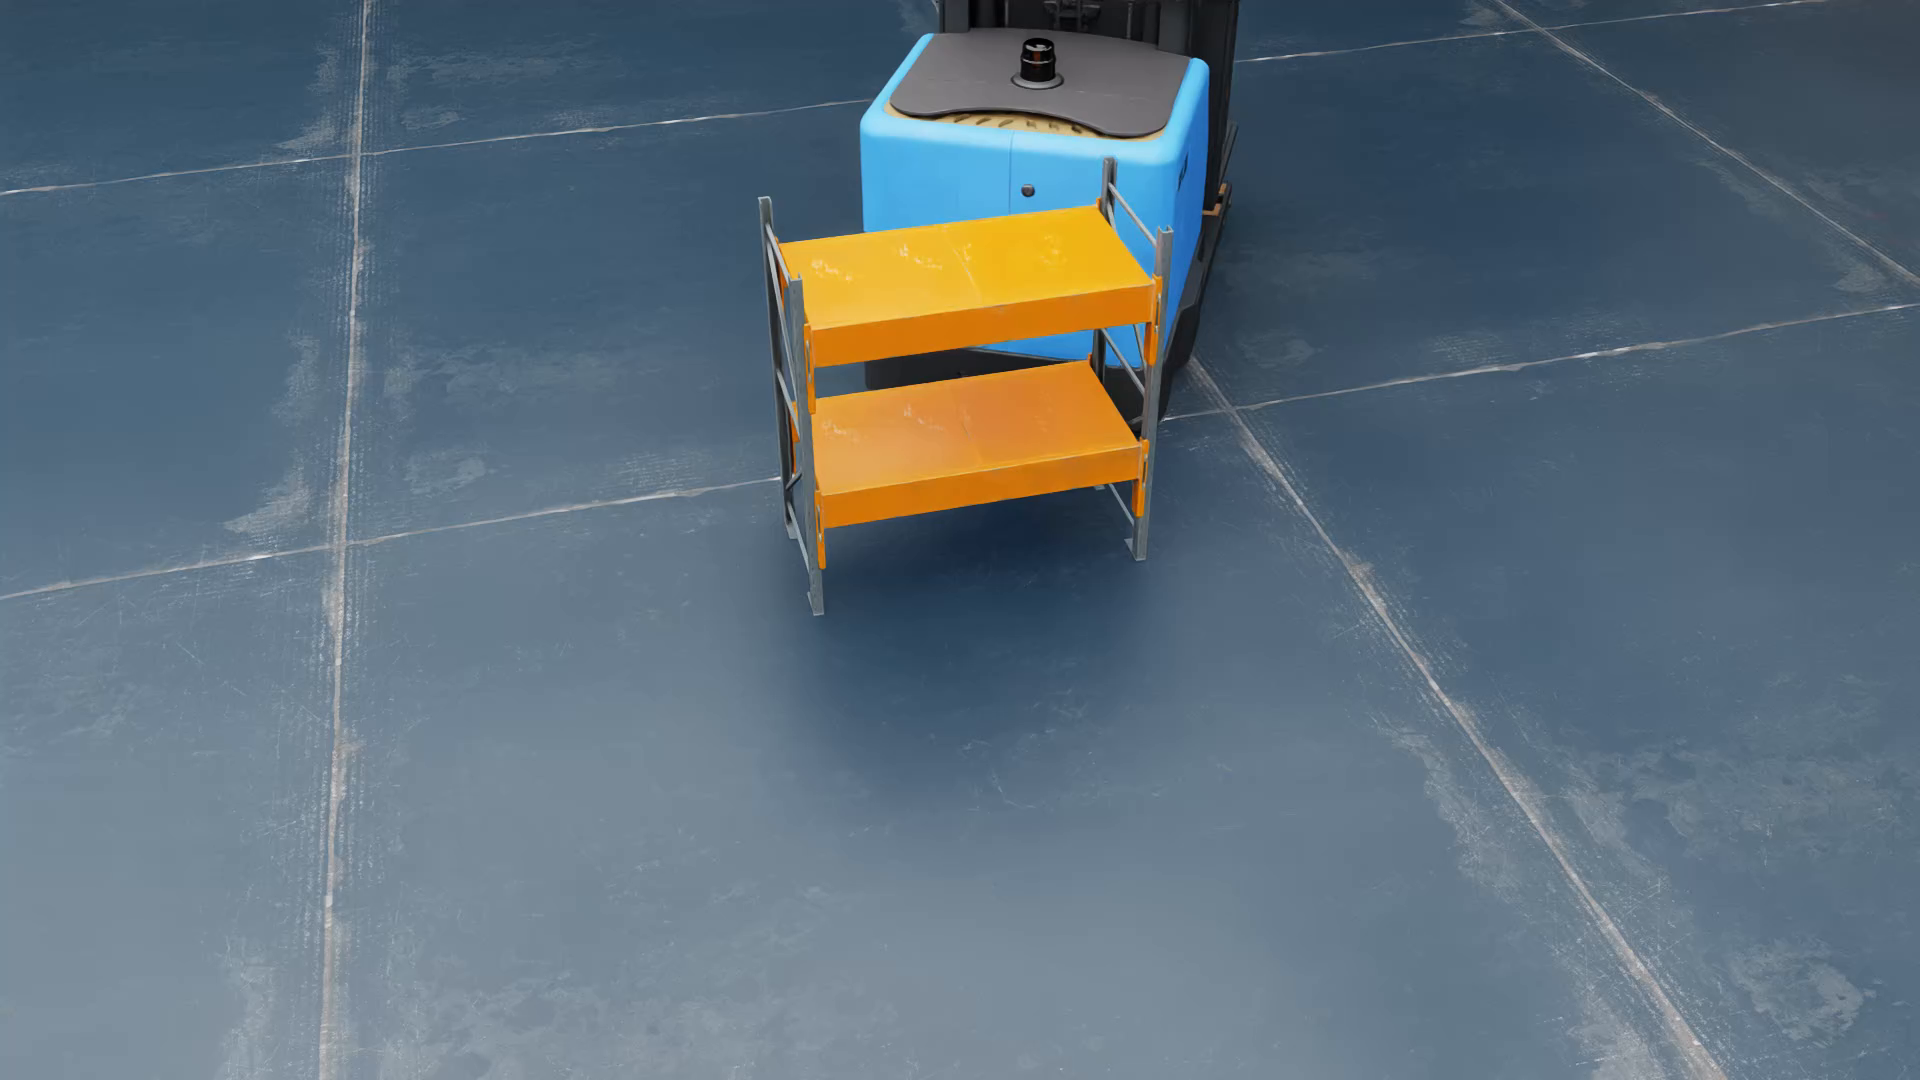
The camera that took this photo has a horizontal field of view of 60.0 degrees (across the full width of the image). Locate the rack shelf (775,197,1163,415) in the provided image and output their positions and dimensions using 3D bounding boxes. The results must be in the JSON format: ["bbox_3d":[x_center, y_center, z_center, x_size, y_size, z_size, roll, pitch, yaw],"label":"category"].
[{"bbox_3d":[0.007,-0.680,4.732,1.000,0.278,0.538,-9,38,-12],"label":"rack shelf"}]

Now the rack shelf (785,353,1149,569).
[{"bbox_3d":[0.007,-0.254,5.058,1.000,0.278,0.538,-9,38,-12],"label":"rack shelf"}]

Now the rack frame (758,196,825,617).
[{"bbox_3d":[-0.484,-0.367,4.804,0.032,1.125,0.500,-9,38,-12],"label":"rack frame"}]

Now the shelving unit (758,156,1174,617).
[{"bbox_3d":[0.007,-0.448,4.910,1.048,1.125,0.538,-9,38,-12],"label":"shelving unit"}]

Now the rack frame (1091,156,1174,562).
[{"bbox_3d":[0.497,-0.528,5.015,0.032,1.125,0.500,-9,38,-12],"label":"rack frame"}]

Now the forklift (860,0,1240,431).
[{"bbox_3d":[0.522,-2.430,6.014,1.130,2.935,3.031,9,38,11],"label":"forklift"}]
